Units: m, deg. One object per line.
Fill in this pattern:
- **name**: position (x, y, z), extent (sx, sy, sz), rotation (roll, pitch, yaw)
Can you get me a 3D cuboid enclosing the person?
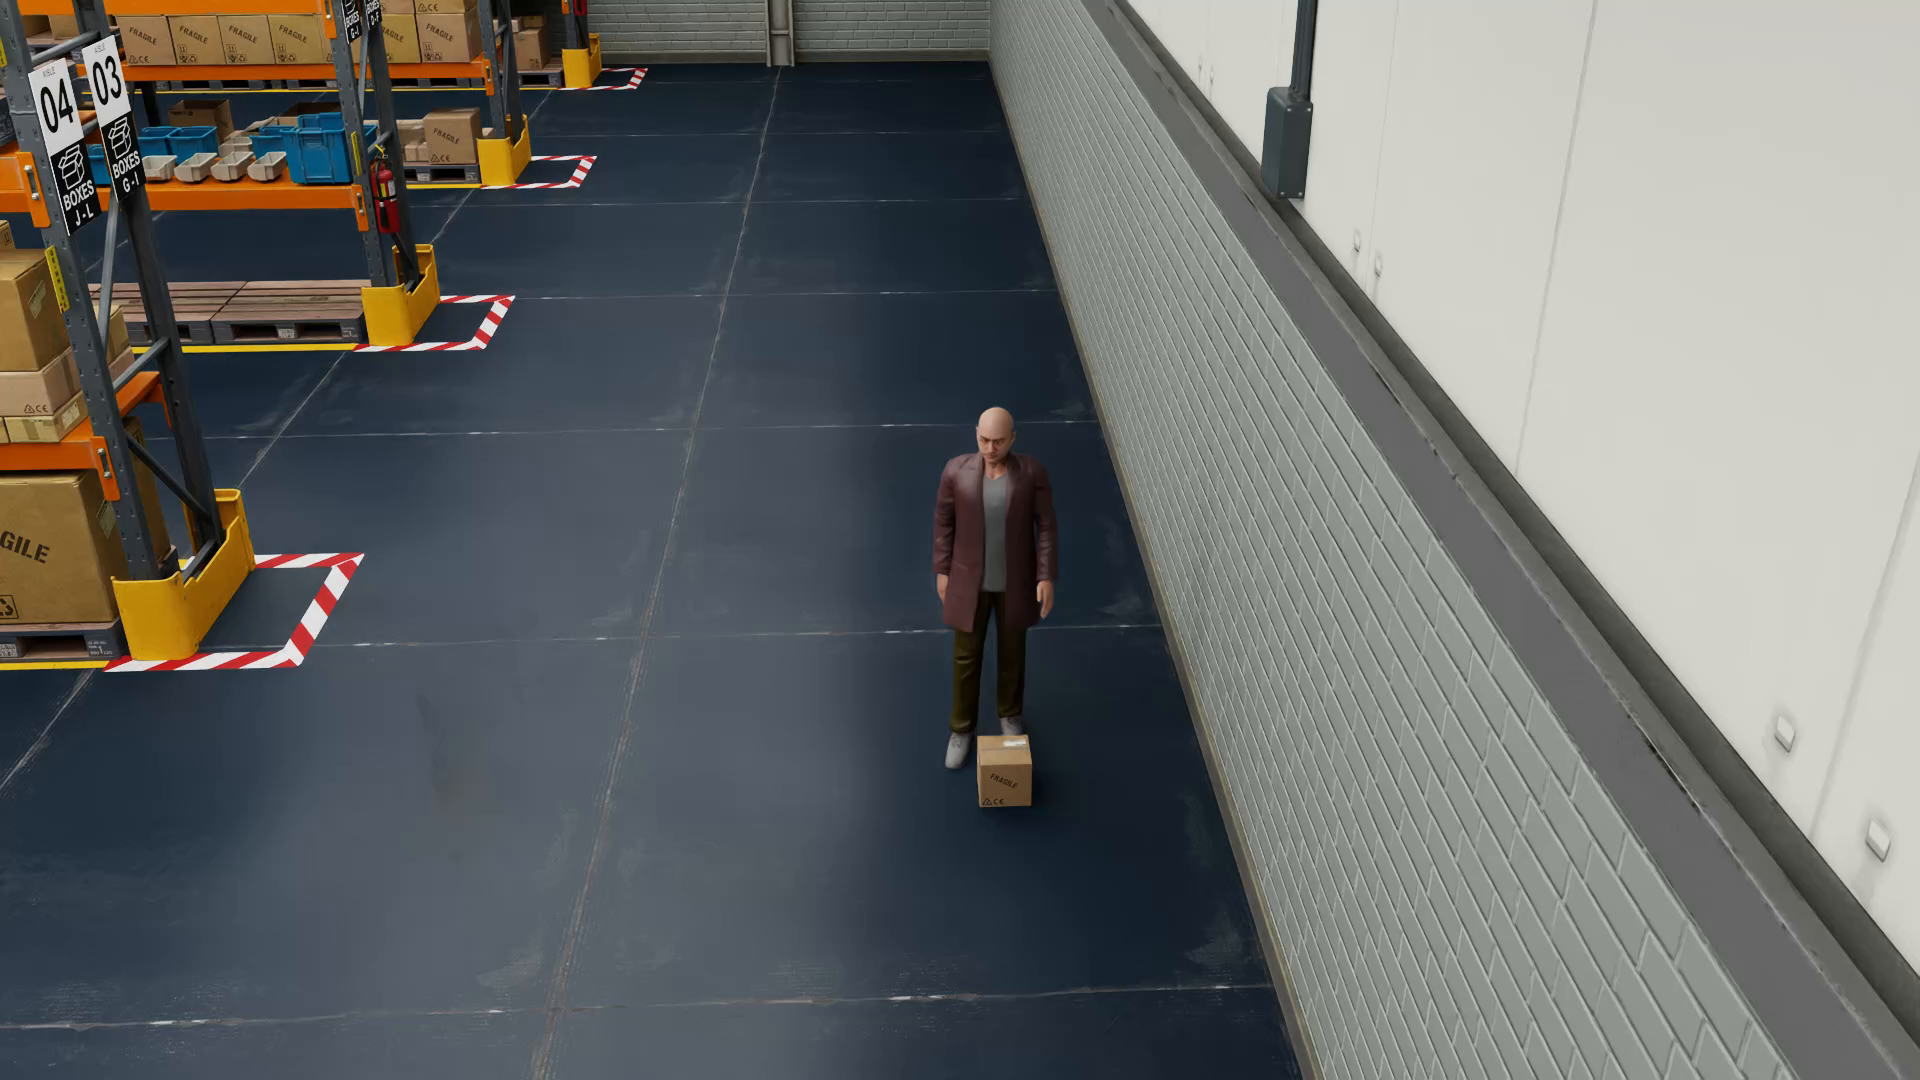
- **person**: position (0.170, 0.238, 8.154), extent (0.632, 1.798, 0.558), rotation (0, 27, 1)
